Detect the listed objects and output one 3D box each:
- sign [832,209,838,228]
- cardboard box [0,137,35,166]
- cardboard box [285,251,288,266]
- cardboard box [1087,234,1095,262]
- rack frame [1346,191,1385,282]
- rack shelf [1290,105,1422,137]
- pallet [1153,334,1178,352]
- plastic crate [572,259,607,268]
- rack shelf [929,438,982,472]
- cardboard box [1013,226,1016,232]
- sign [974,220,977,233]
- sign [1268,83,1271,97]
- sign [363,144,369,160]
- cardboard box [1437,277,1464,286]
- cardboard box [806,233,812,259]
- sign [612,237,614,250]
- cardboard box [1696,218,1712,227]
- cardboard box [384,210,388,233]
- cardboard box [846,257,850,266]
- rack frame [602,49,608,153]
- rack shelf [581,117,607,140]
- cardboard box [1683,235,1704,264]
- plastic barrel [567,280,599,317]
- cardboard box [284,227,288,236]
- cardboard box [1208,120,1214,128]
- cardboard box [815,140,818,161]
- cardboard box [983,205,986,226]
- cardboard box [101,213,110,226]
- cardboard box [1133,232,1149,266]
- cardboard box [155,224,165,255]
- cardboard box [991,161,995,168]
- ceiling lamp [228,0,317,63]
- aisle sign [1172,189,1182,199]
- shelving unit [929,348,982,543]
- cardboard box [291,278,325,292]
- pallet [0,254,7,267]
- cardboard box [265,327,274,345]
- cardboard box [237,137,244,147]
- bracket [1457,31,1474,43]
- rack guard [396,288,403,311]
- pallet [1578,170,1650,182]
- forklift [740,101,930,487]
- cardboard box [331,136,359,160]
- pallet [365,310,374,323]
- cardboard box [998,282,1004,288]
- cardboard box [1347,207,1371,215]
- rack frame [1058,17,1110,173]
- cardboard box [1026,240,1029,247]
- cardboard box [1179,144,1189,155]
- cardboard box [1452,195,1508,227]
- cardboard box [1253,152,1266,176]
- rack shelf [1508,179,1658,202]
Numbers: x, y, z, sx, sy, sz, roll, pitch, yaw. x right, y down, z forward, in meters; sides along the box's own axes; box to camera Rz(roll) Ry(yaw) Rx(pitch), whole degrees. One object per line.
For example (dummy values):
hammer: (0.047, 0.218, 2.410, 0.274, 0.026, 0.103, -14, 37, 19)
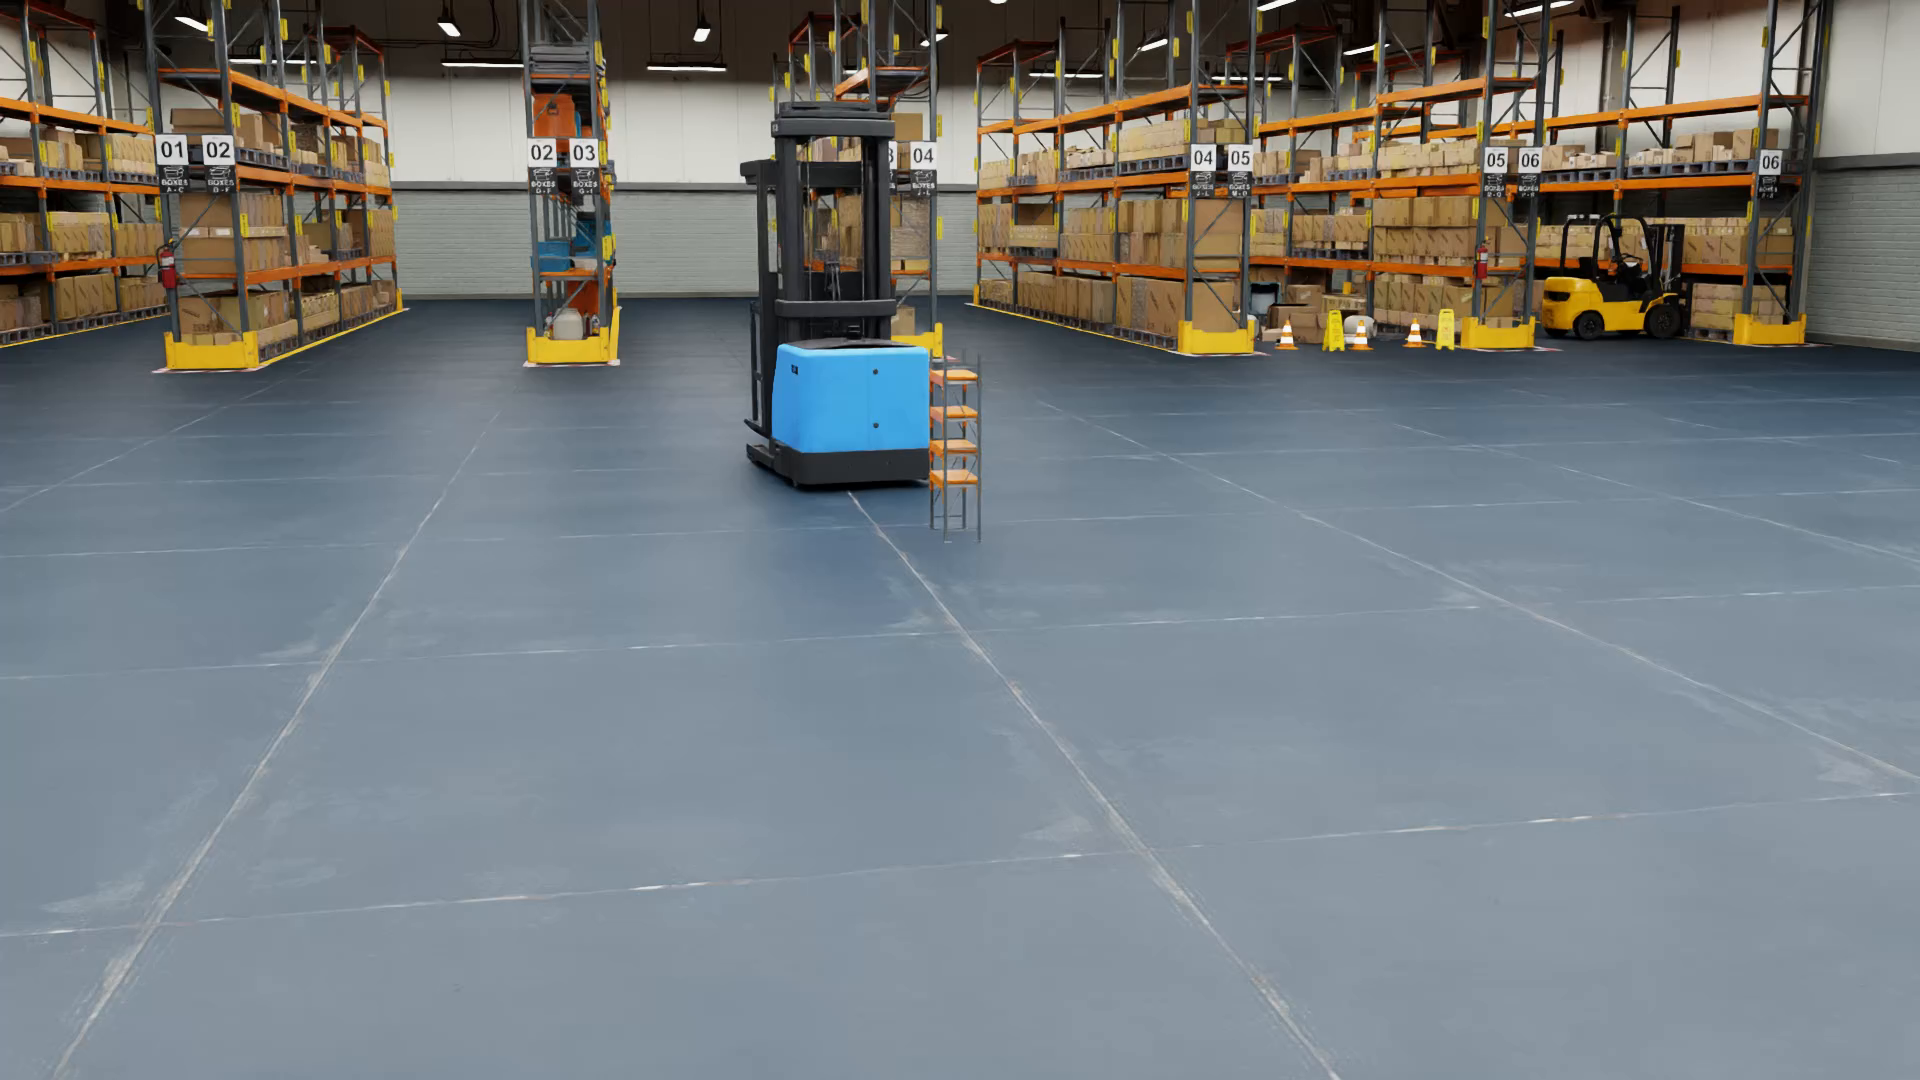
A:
sign: (-2.173, -5.563, 28.805, 0.100, 0.325, 0.005, -2, 11, -11)
cardboard box: (-17.132, -7.032, 30.155, 0.700, 0.500, 0.500, -3, 11, -15)
cardboard box: (-11.486, -4.671, 27.614, 0.500, 0.250, 0.500, -1, 11, -7)
cardboard box: (2.695, -5.497, 31.290, 0.500, 0.500, 0.500, -2, 11, -10)
rack frame: (10.626, -7.758, 43.432, 1.000, 3.000, 0.127, -2, 11, -11)
rack shelf: (7.702, -8.140, 32.388, 1.077, 0.370, 4.000, -2, 11, -11)
pallet: (3.801, -3.217, 27.035, 1.003, 0.211, 1.213, -2, 11, -11)
plastic crate: (-5.924, -4.417, 26.585, 0.530, 0.136, 0.437, -2, 11, -11)
rack shelf: (-0.032, -0.554, 10.756, 0.258, 0.148, 0.480, -2, 11, -11)
cardboard box: (1.385, -6.879, 36.776, 0.380, 0.149, 0.250, -2, 11, -9)
sign: (0.389, -7.783, 41.252, 0.100, 0.325, 0.005, -2, 11, -11)
sign: (7.065, -10.310, 38.085, 0.100, 0.325, 0.005, -2, 11, -11)
sign: (-12.360, -8.065, 34.587, 0.100, 0.325, 0.005, -2, 11, -11)
cardboard box: (8.320, -4.387, 28.212, 0.380, 0.149, 0.250, -2, 11, -9)
cardboard box: (-2.838, -5.971, 33.778, 0.500, 0.500, 0.500, -2, 11, -12)
sign: (-6.727, -5.670, 32.028, 0.100, 0.325, 0.005, -2, 11, -11)
cardboard box: (13.170, -5.578, 29.184, 0.380, 0.149, 0.250, -2, 11, -10)
cardboard box: (-13.120, -7.138, 37.233, 0.500, 0.500, 0.500, -2, 11, -9)
cardboard box: (-1.705, -4.657, 27.815, 0.380, 0.149, 0.250, -2, 11, -11)
rack frame: (-8.822, -9.983, 39.079, 1.000, 3.000, 0.127, -2, 11, -11)
rack shelf: (-7.655, -8.333, 33.402, 1.077, 0.370, 4.000, -2, 11, -11)
cardboard box: (13.192, -5.142, 29.424, 0.500, 0.500, 0.500, -2, 11, -12)
plastic barrel: (-7.378, -4.798, 32.563, 0.600, 0.830, 0.708, -2, 11, -11)
cardboard box: (-11.084, -4.981, 26.843, 0.380, 0.149, 0.250, -2, 11, -11)
cardboard box: (4.183, -6.606, 26.509, 0.380, 0.149, 0.250, -2, 11, -12)
cardboard box: (-2.473, -7.328, 31.550, 0.500, 0.500, 0.500, -2, 11, -11)
cardboard box: (0.853, -7.880, 40.338, 0.500, 0.500, 0.500, -2, 11, -9)
cardboard box: (-17.420, -6.439, 33.383, 0.500, 0.250, 0.500, -2, 11, -10)
cardboard box: (3.458, -4.980, 28.438, 0.875, 0.550, 0.550, -2, 11, -11)
cardboard box: (-18.431, -6.730, 37.230, 0.980, 0.700, 0.700, -2, 11, -8)
cardboard box: (0.933, -8.912, 39.471, 0.380, 0.149, 0.250, -2, 11, -9)
ceiling lamp: (-16.584, -13.074, 39.710, 2.000, 3.185, 0.800, -2, 11, -11)
aisle sign: (5.459, -8.856, 42.251, 0.394, 0.787, 0.004, -2, 11, -11)
shelving unit: (-0.032, -0.620, 10.744, 0.258, 1.200, 0.503, -2, 11, -11)
cardboard box: (-12.552, -4.919, 32.021, 0.500, 0.250, 0.500, -2, 11, -9)
pallet: (-16.212, -4.526, 26.966, 1.003, 0.211, 1.213, -2, 11, -11)
cardboard box: (-10.653, -3.067, 25.020, 0.500, 0.250, 0.500, -2, 11, -11)
cardboard box: (-10.625, -5.769, 24.138, 0.380, 0.149, 0.250, -2, 11, -11)
bracket: (11.885, -11.811, 39.055, 0.235, 0.232, 0.430, -2, 11, -11)
rack guard: (-13.666, -5.615, 38.858, 1.175, 0.500, 0.348, -2, 11, -11)
pallet: (12.775, -7.098, 32.454, 0.805, 0.209, 1.217, -3, 11, -13)
forklift: (-1.180, -2.082, 13.795, 1.130, 2.935, 3.031, -4, 11, -19)
cardboard box: (-13.035, -8.224, 34.921, 0.700, 0.500, 0.500, -2, 11, -11)
pallet: (-12.708, -4.605, 34.327, 1.003, 0.211, 1.213, -2, 11, -11)
cardboard box: (1.114, -5.986, 39.033, 0.380, 0.149, 0.250, -3, 11, -14)
cardboard box: (7.633, -6.298, 31.843, 0.380, 0.149, 0.250, -2, 11, -13)
rack frame: (2.478, -8.858, 33.167, 1.000, 3.000, 0.127, -2, 11, -11)
cardboard box: (1.630, -6.353, 35.599, 0.380, 0.149, 0.250, -3, 11, -14)
cardboard box: (3.636, -6.098, 25.969, 0.380, 0.149, 0.250, -2, 11, -11)
cardboard box: (8.556, -5.414, 27.382, 0.700, 0.500, 0.500, -2, 11, -12)
cardboard box: (6.686, -8.151, 36.085, 0.500, 0.500, 0.500, -2, 11, -10)
rack shelf: (12.571, -7.044, 33.583, 1.077, 0.370, 4.000, -2, 11, -11)
